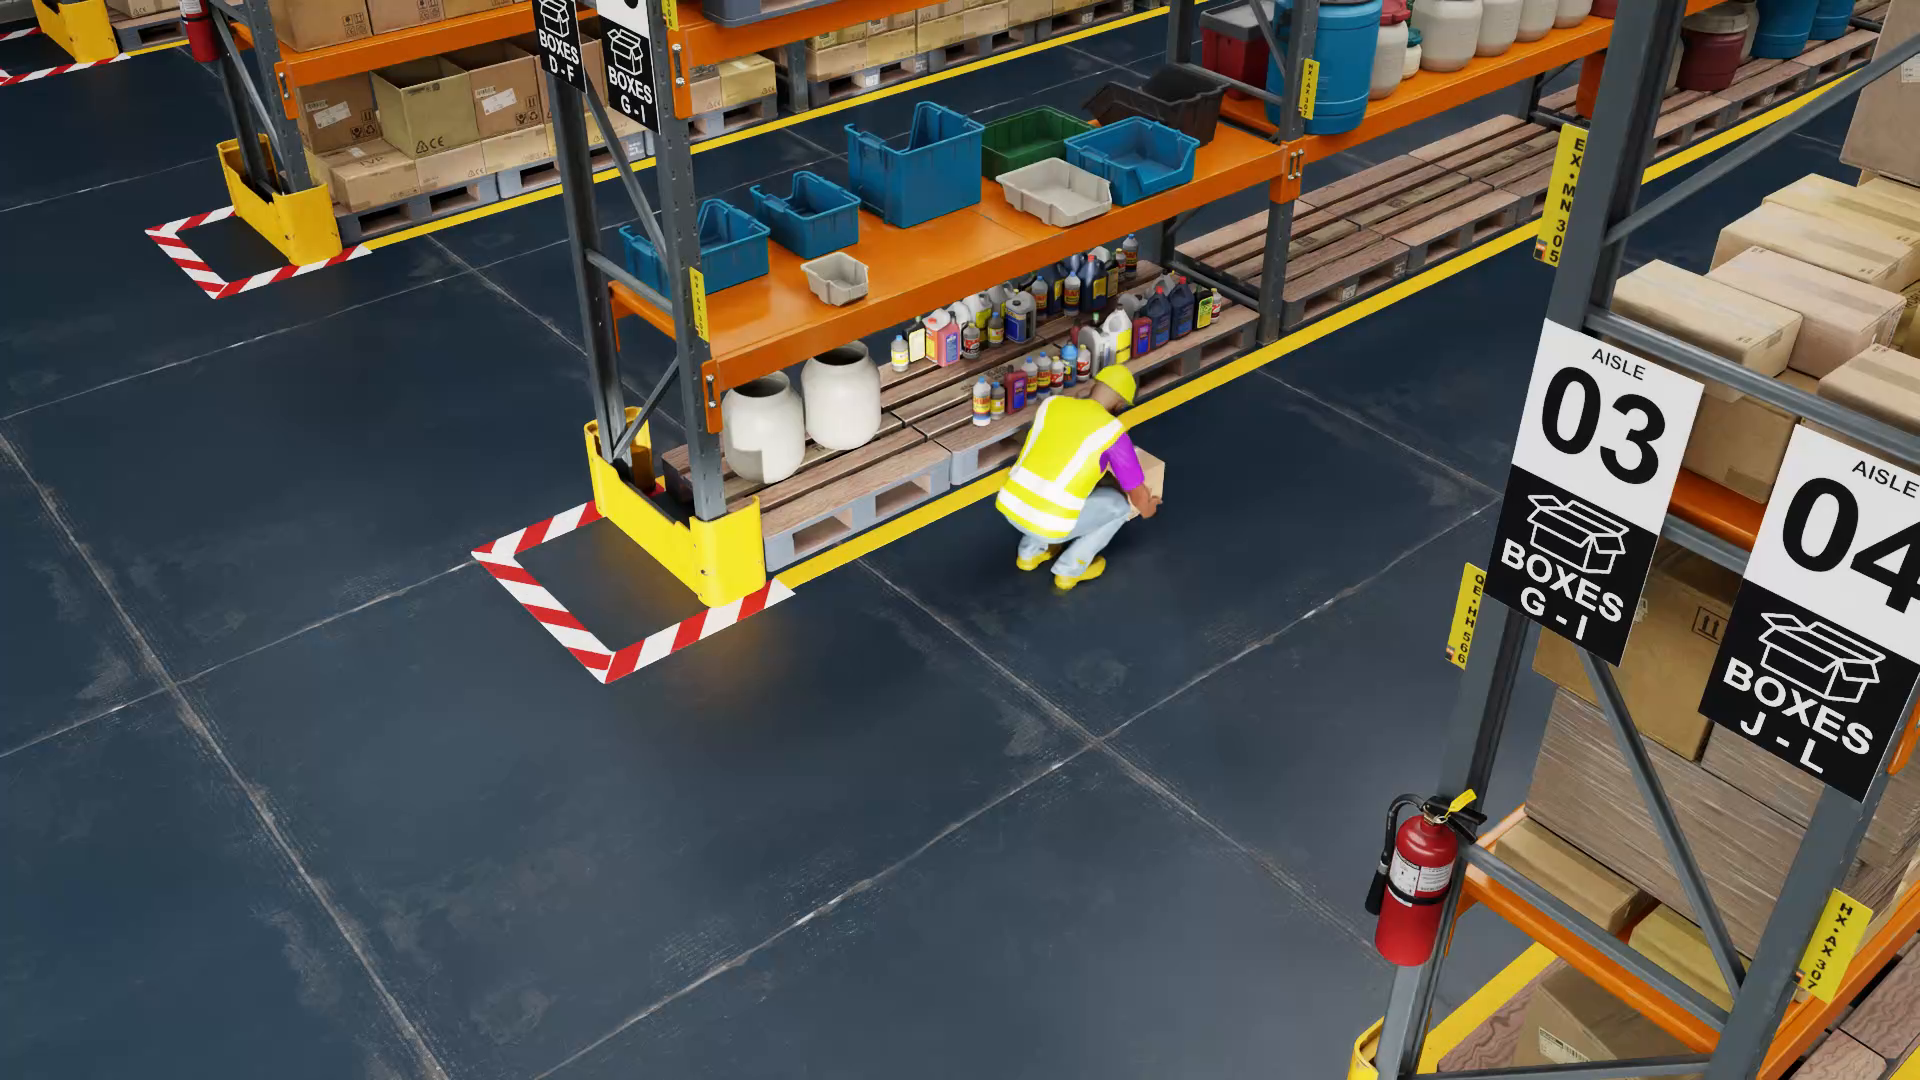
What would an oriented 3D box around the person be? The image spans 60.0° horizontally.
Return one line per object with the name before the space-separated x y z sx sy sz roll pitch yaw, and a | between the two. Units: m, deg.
person | 0.574 -0.318 8.169 0.891 0.995 0.590 -26 43 -31
